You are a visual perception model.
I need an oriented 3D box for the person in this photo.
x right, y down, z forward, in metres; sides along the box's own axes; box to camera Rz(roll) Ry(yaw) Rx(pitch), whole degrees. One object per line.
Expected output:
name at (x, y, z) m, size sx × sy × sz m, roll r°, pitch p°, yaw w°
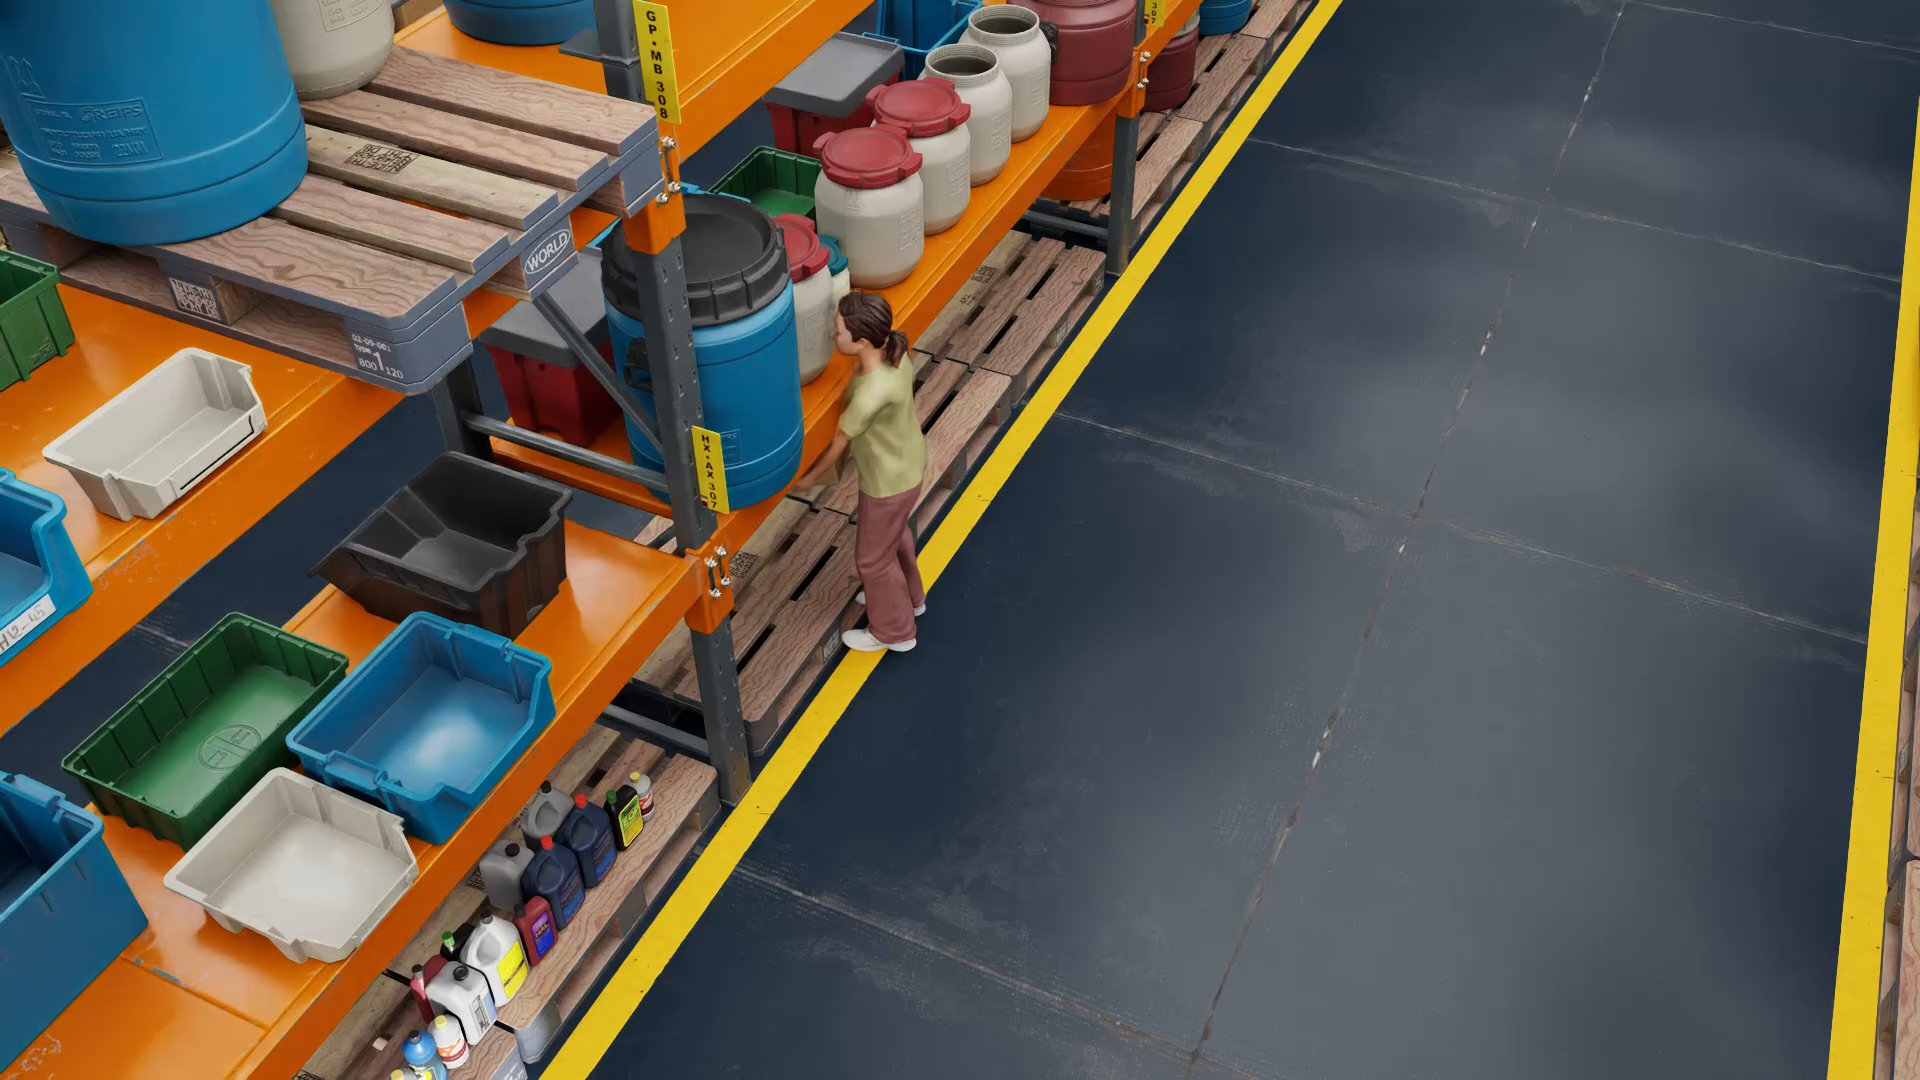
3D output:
person at (-0.393, -0.256, 6.455) m, size 0.530 × 1.666 × 0.409 m, roll 6°, pitch 42°, yaw 6°
